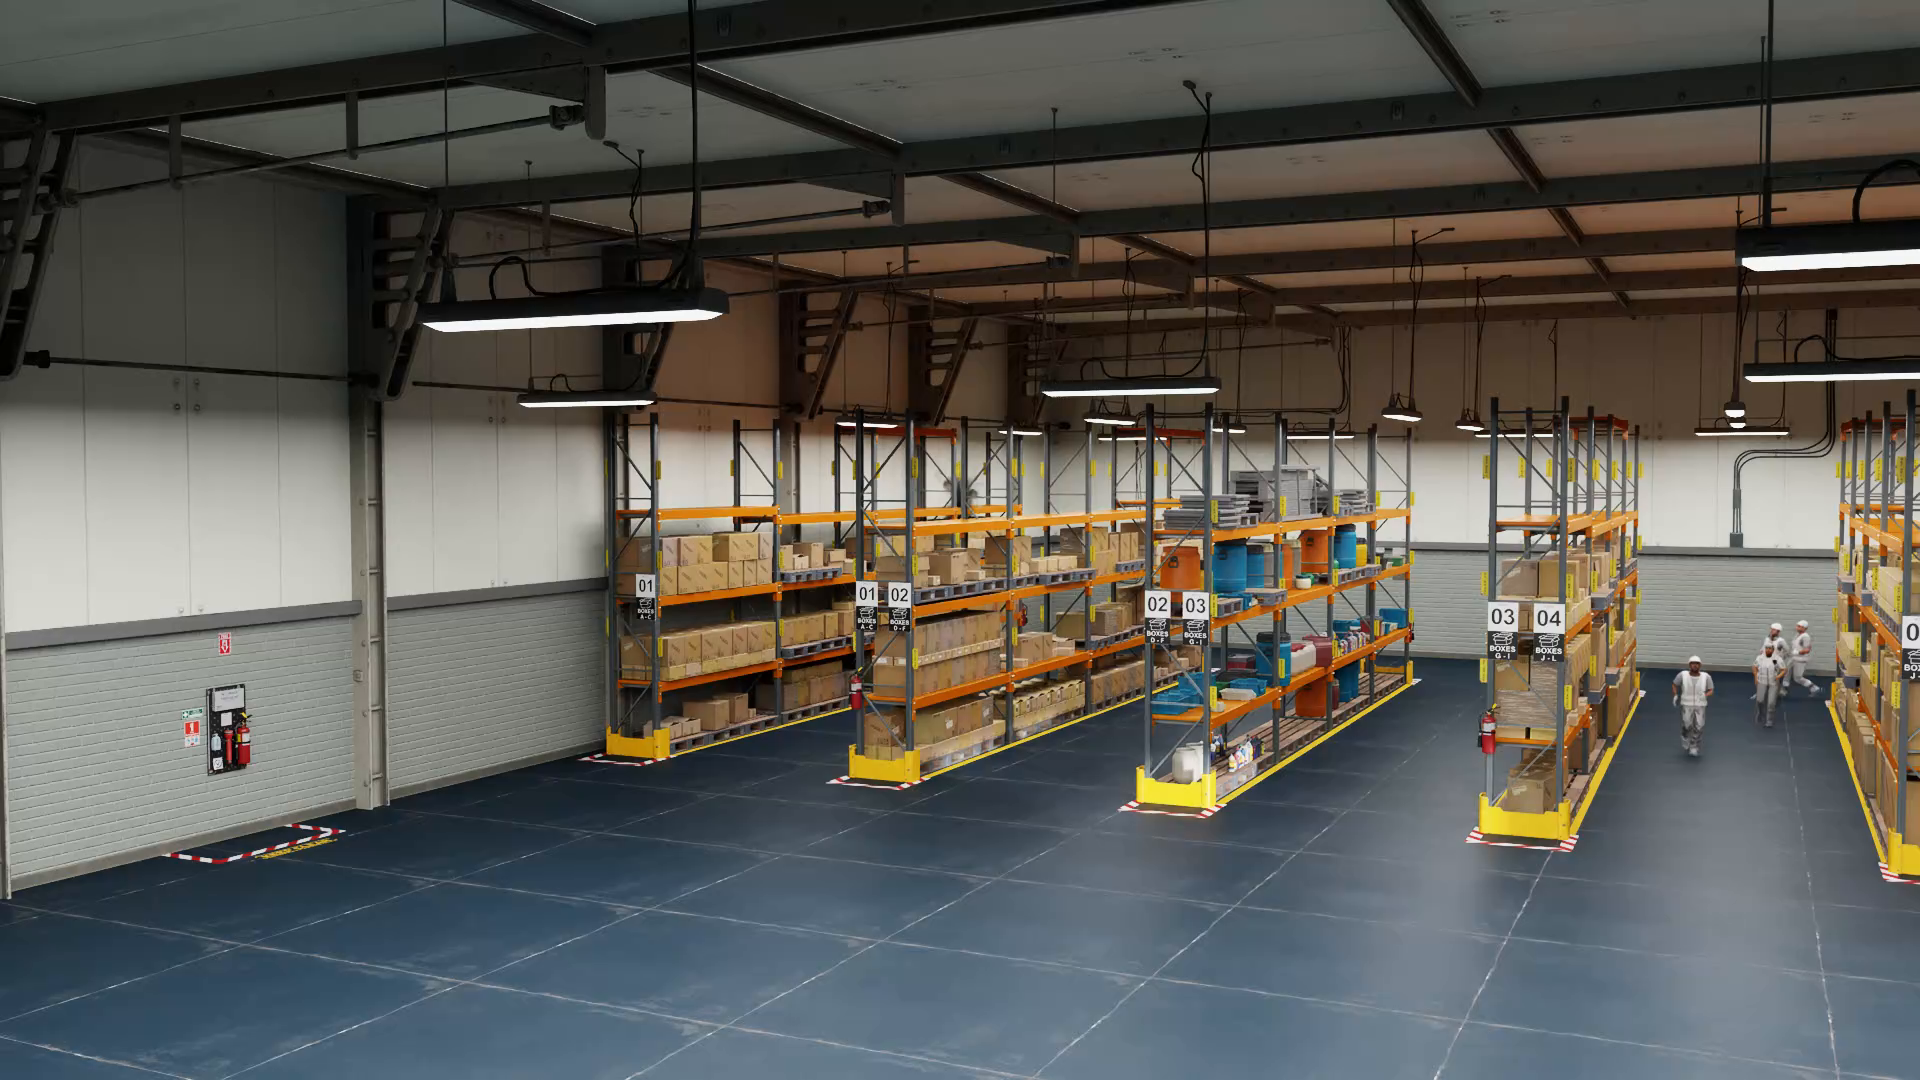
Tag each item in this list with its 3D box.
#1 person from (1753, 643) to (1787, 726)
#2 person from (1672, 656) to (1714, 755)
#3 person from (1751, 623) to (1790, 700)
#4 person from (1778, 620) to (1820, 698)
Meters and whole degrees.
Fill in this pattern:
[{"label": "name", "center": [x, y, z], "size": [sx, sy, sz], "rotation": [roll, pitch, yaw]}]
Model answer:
[{"label": "person", "center": [15.825, 2.821, 32.532], "size": [0.614, 1.633, 0.537], "rotation": [1, 3, 30]}, {"label": "person", "center": [12.823, 2.902, 29.077], "size": [0.670, 1.739, 0.586], "rotation": [1, 3, 19]}, {"label": "person", "center": [17.686, 2.645, 36.063], "size": [0.789, 1.708, 0.693], "rotation": [-1, 2, -15]}, {"label": "person", "center": [18.262, 2.609, 36.248], "size": [0.935, 1.731, 0.701], "rotation": [0, 2, 10]}]
